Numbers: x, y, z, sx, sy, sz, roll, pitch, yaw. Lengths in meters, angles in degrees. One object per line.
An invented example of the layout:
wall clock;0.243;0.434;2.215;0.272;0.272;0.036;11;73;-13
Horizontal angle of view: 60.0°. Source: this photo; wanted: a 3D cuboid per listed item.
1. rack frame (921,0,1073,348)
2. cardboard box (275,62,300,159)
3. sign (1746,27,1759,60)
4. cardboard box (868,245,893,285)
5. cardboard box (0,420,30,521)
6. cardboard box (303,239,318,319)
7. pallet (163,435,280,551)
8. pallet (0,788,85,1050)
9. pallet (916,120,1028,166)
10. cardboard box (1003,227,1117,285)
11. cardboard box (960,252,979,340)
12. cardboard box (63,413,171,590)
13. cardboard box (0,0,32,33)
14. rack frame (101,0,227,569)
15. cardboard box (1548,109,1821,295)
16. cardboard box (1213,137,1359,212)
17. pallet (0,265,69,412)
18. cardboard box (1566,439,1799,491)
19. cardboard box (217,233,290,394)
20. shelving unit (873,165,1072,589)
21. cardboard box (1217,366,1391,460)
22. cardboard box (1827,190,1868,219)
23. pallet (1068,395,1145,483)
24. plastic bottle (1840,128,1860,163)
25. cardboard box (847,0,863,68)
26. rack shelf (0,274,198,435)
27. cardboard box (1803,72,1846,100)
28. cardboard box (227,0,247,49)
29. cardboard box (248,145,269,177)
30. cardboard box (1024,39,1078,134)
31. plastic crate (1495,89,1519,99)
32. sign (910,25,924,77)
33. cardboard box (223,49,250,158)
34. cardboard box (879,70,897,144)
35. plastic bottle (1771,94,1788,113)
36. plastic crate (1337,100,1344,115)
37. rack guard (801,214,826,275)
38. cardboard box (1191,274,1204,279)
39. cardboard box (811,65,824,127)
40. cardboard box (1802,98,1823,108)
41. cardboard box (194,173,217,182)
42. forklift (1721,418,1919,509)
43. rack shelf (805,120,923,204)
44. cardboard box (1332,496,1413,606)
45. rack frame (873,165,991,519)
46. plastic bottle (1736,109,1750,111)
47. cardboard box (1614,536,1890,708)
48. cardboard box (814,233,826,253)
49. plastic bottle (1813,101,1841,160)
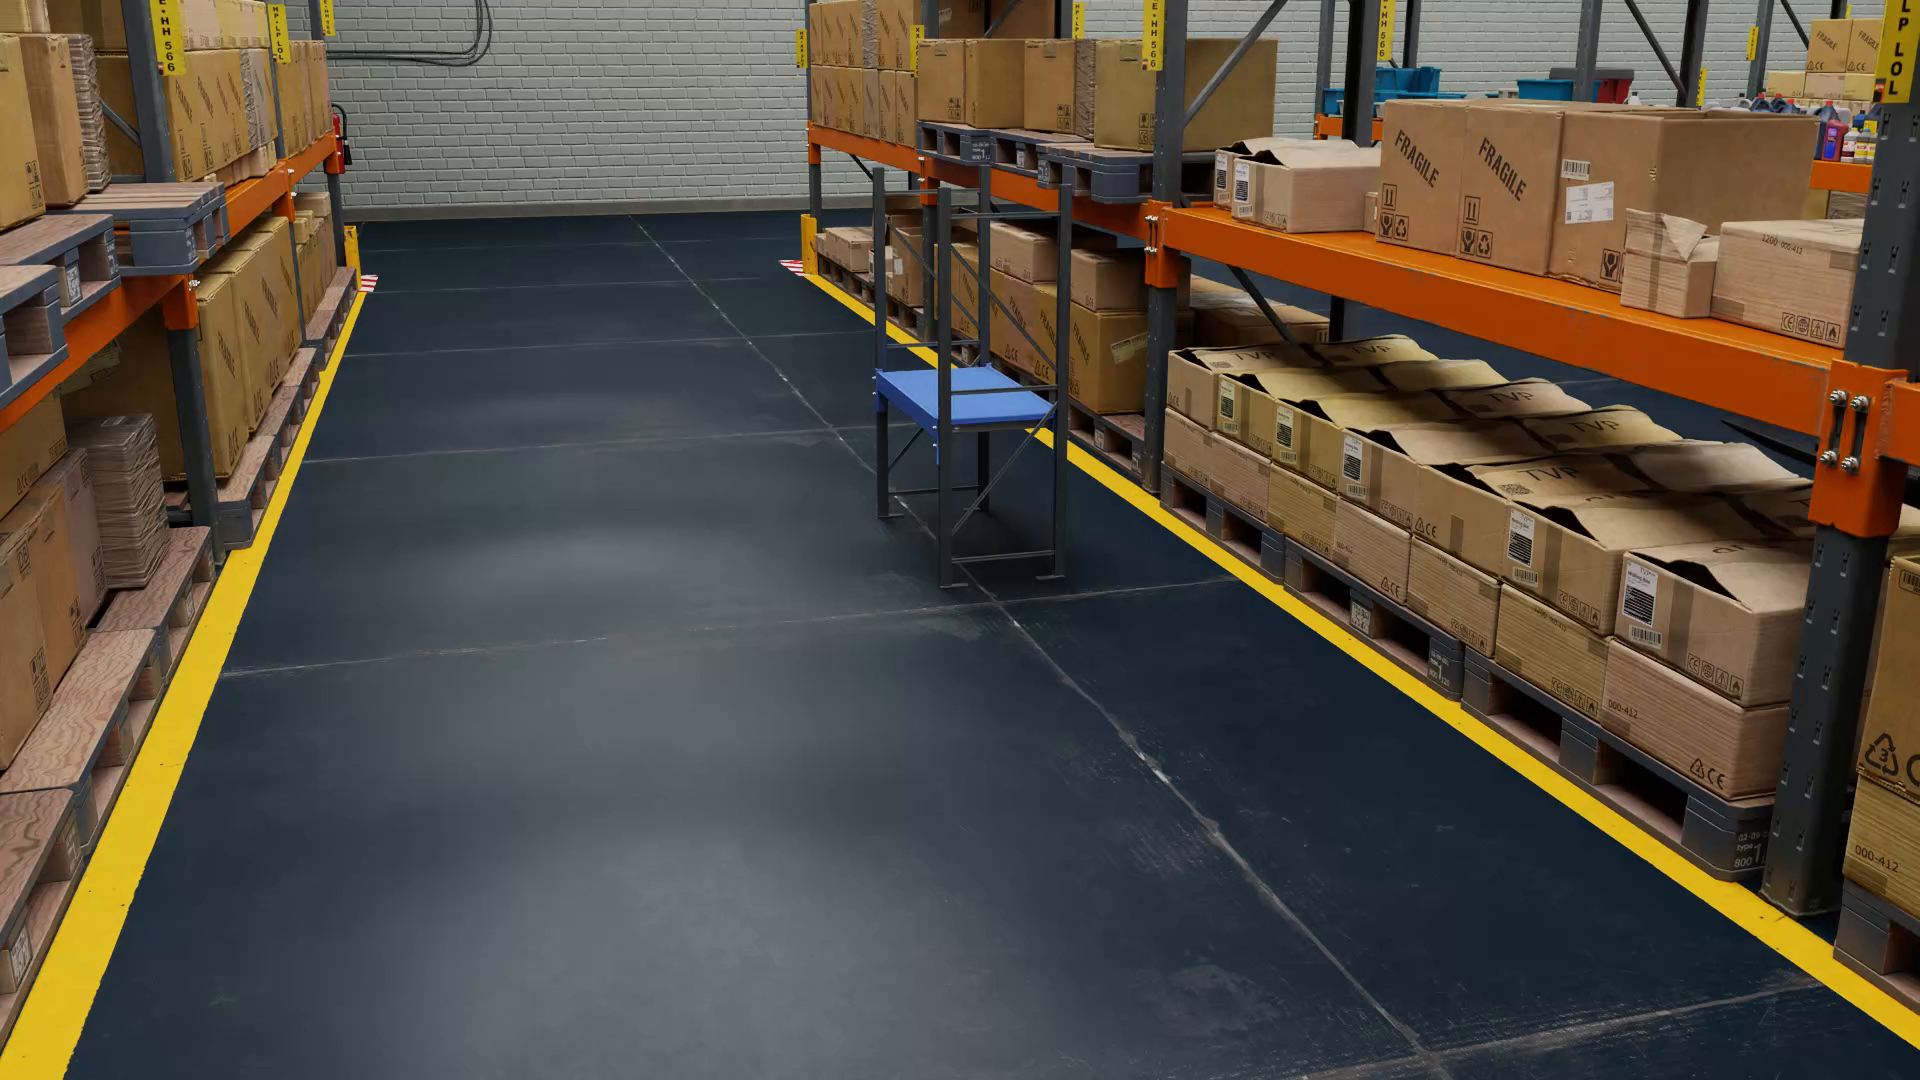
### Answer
rack frame;0.246;-2.802;11.066;1.000;3.000;0.127;-5;17;-15
cardboard box;-4.650;-2.704;10.219;0.980;0.700;0.700;-4;17;-14
sign;8.137;-5.101;17.076;0.100;0.325;0.005;-5;17;-15
cardboard box;-0.390;-2.067;12.530;0.500;0.311;0.500;-5;17;-15
cardboard box;-2.926;-0.176;4.600;0.500;0.250;0.500;-5;17;-16
cardboard box;-4.758;-1.767;11.237;0.700;0.500;0.500;-5;17;-16
pallet;-3.561;-0.191;7.222;1.003;0.211;1.213;-5;17;-15
pallet;-2.533;0.924;3.509;1.003;0.211;1.213;-5;17;-15
pallet;0.360;-2.480;10.329;1.003;0.211;1.213;-5;17;-15
cardboard box;0.558;-1.606;9.362;0.500;0.250;0.500;-5;17;-16
cardboard box;0.302;-1.516;10.364;0.500;0.500;0.500;-4;17;-14
cardboard box;-3.169;-0.121;5.722;0.700;0.500;0.500;-4;17;-14
cardboard box;-3.191;-1.691;5.302;0.380;0.149;0.250;-8;18;-24
rack frame;-3.417;-1.303;6.075;1.000;3.000;0.127;-5;17;-15
cardboard box;2.104;-0.996;4.881;0.500;0.500;0.500;-3;17;-11
cardboard box;1.403;-1.549;7.049;0.500;0.311;0.500;-4;17;-12
pallet;-2.388;-0.327;3.161;1.003;0.211;1.213;-5;17;-15
cardboard box;2.294;-0.158;5.338;0.500;0.311;0.500;-5;18;-17
cardboard box;-3.965;-1.166;8.625;0.750;0.750;0.750;-4;17;-14
shelving unit;0.023;-0.695;6.658;0.538;1.500;1.048;-5;17;-15
cardboard box;1.359;-0.536;6.596;0.500;0.311;0.500;-5;17;-17
cardboard box;9.175;-3.452;16.192;0.875;0.875;0.875;-5;17;-15
pallet;1.176;-0.569;8.481;1.003;0.211;1.213;-5;17;-15
plastic bottle;5.322;-2.355;9.922;0.097;0.201;0.097;0;17;0
cardboard box;-0.561;-3.868;12.704;0.500;0.500;0.500;-5;17;-16
rack shelf;-2.867;-0.405;4.337;1.077;0.370;4.000;-5;17;-15
cardboard box;8.694;-4.464;16.342;0.500;0.250;0.500;-5;17;-16
cardboard box;-3.870;-2.576;8.285;0.500;0.250;0.500;-4;17;-14
cardboard box;-3.902;-2.016;8.850;0.380;0.149;0.250;-5;17;-15
cardboard box;0.791;-2.567;9.380;0.700;0.500;0.500;-10;19;-29
plastic crate;4.767;-3.601;13.829;0.437;0.282;0.530;-5;17;-15
sign;-0.274;-3.171;10.791;0.100;0.325;0.005;-5;17;-15
cardboard box;-3.725;-2.084;7.949;0.500;0.500;0.500;-4;17;-14
cardboard box;-0.281;-3.110;11.918;0.500;0.500;0.500;-4;17;-14
plastic bottle;5.627;-2.889;11.442;0.144;0.351;0.185;-5;17;-15
plastic crate;3.670;-4.012;15.447;0.250;0.136;0.298;-5;17;-15
rack guard;-0.833;-2.690;15.039;1.175;0.500;0.348;-5;17;-15
cardboard box;1.064;-1.285;9.596;0.500;0.500;0.500;-5;18;-17
cardboard box;-0.985;-3.813;14.257;0.500;0.500;0.500;-4;17;-14
cardboard box;8.595;-4.304;16.504;0.380;0.149;0.250;-5;17;-17
cardboard box;-3.337;-1.452;6.974;0.380;0.149;0.250;-4;17;-14
forklift;4.243;-1.364;6.399;1.130;2.935;3.031;-2;17;-7
rack shelf;-0.304;-3.011;13.011;1.077;0.370;4.000;-5;17;-15
cardboard box;1.635;0.013;5.746;0.500;0.250;0.500;-4;17;-14
rack frame;-0.116;-0.835;7.126;0.500;1.500;0.032;-5;17;-15
plastic bottle;5.088;-2.655;10.791;0.152;0.276;0.135;-5;17;-15
cardboard box;2.057;0.169;4.251;0.500;0.311;0.500;-5;17;-15
cardboard box;-1.069;-2.611;14.620;0.380;0.149;0.250;-5;17;-15
plastic bottle;5.270;-2.504;10.160;0.144;0.351;0.185;-5;17;-15
